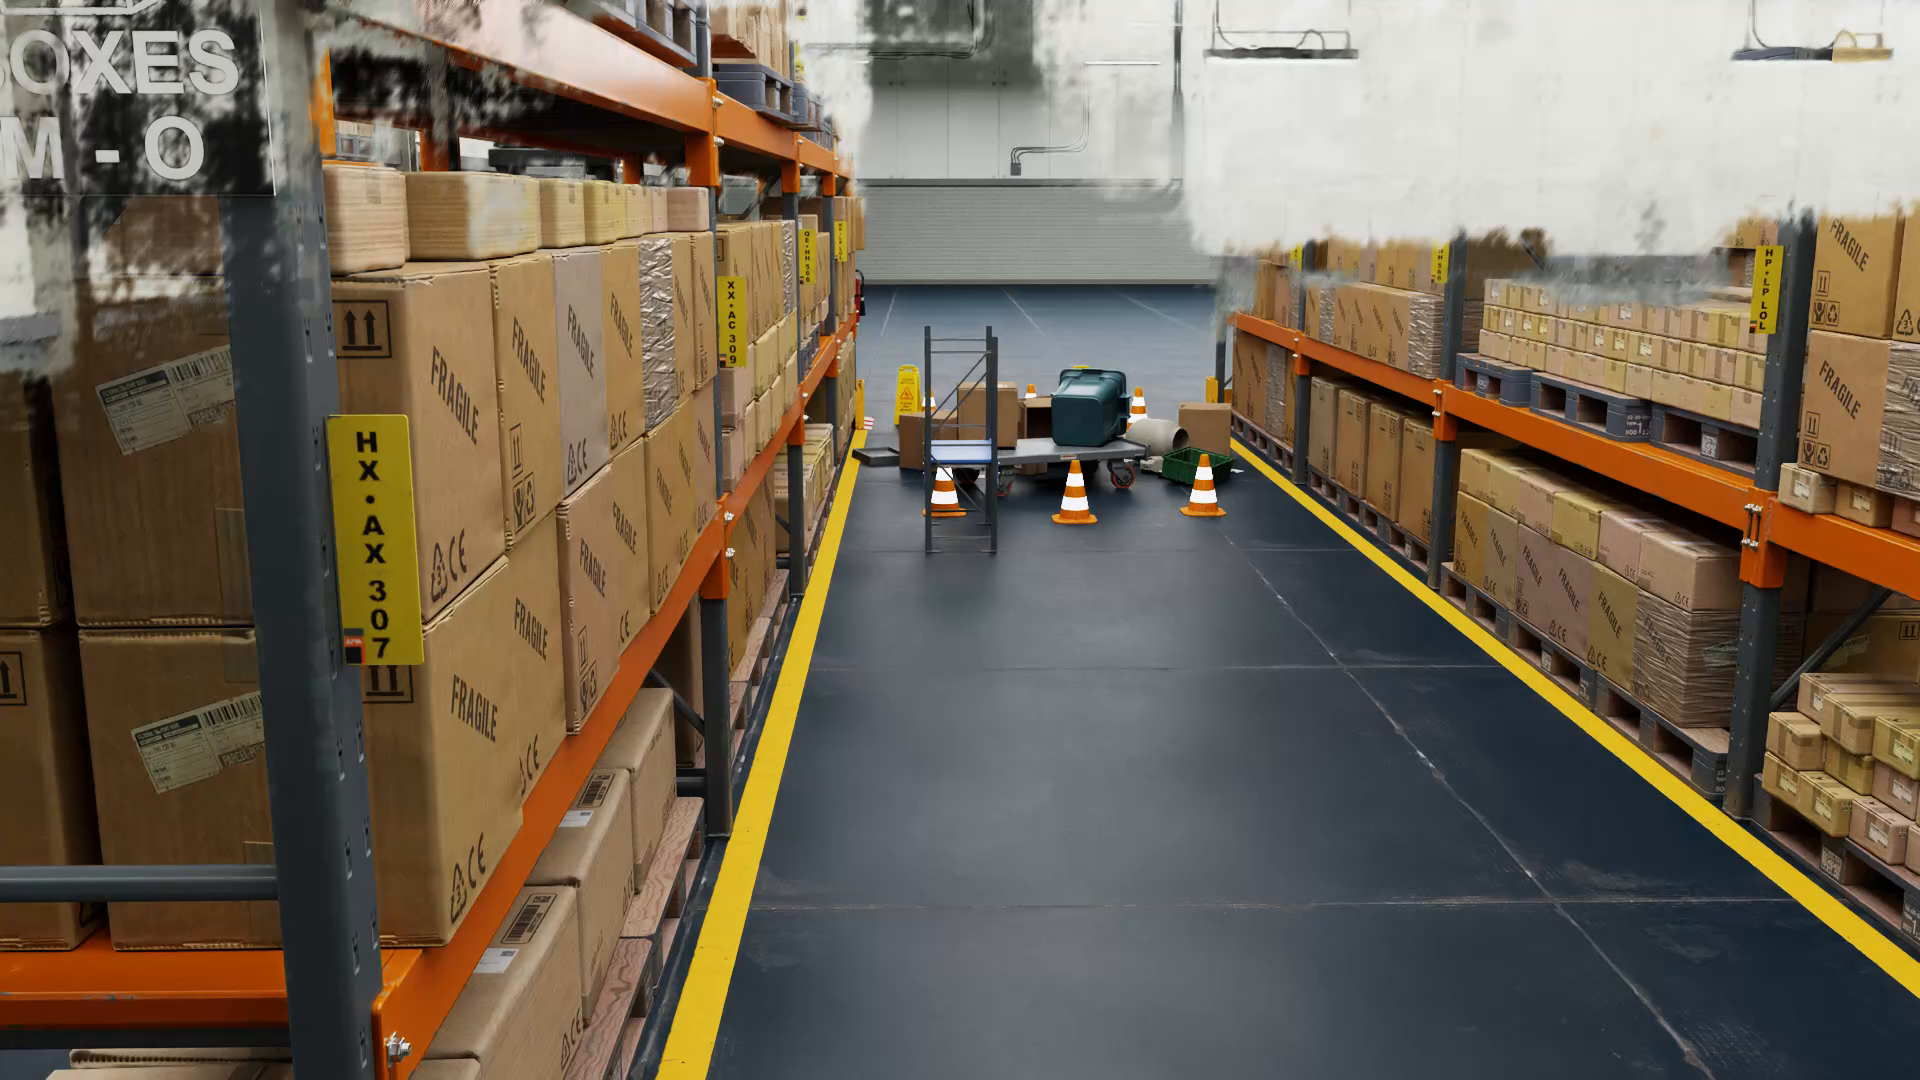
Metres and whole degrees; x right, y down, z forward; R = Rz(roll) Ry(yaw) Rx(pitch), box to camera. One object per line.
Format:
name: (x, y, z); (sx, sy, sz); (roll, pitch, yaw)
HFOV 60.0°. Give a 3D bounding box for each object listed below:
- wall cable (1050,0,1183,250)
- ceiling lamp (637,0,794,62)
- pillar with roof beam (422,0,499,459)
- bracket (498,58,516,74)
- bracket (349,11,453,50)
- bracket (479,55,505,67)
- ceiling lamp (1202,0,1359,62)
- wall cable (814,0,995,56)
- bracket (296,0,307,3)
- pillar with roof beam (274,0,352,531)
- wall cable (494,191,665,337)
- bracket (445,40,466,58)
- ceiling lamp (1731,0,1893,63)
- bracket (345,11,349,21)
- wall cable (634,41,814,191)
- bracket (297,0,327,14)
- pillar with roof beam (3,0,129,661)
wall cable: (2.651, -13.748, 48.639); (2.305, 6.003, 0.169); (0, 11, -1)
ceiling lamp: (-3.273, -13.567, 41.617); (2.000, 3.185, 0.800); (0, 11, -1)
pillar with roof beam: (-3.798, -11.472, 45.974); (9.100, 9.000, 0.548); (0, 11, -1)
bracket: (-7.804, -13.774, 48.265); (0.235, 0.232, 0.430); (0, 11, -1)
bracket: (-7.685, -12.625, 42.605); (0.076, 0.066, 4.783); (0, 11, -1)
bracket: (-7.792, -13.656, 47.686); (0.076, 0.066, 3.189); (0, 11, -1)
ceiling lamp: (4.115, -13.597, 41.766); (2.000, 3.185, 0.800); (0, 11, -1)
wall cable: (-1.042, -15.252, 48.272); (3.097, 2.526, 0.112); (0, 11, -1)
bracket: (-7.561, -11.433, 36.726); (0.076, 0.066, 4.783); (0, 11, -1)
pillar with roof beam: (-3.674, -10.280, 40.095); (9.100, 9.000, 0.548); (0, 11, -1)
wall cable: (-6.841, -10.524, 49.109); (3.097, 2.526, 0.112); (0, 11, -1)
bracket: (-7.738, -13.138, 45.130); (0.235, 0.232, 0.430); (0, 11, -1)
ceiling lamp: (11.174, -13.626, 41.909); (2.000, 3.185, 0.800); (0, 11, -1)
bracket: (-7.631, -12.110, 40.064); (0.235, 0.232, 0.430); (0, 11, -1)
wall cable: (-4.136, -13.010, 48.662); (3.097, 2.526, 0.112); (0, 11, -1)
bracket: (-7.614, -11.945, 39.251); (0.235, 0.232, 0.430); (0, 11, -1)
pillar with roof beam: (-3.550, -9.087, 34.216); (9.100, 9.000, 0.548); (0, 11, -1)
